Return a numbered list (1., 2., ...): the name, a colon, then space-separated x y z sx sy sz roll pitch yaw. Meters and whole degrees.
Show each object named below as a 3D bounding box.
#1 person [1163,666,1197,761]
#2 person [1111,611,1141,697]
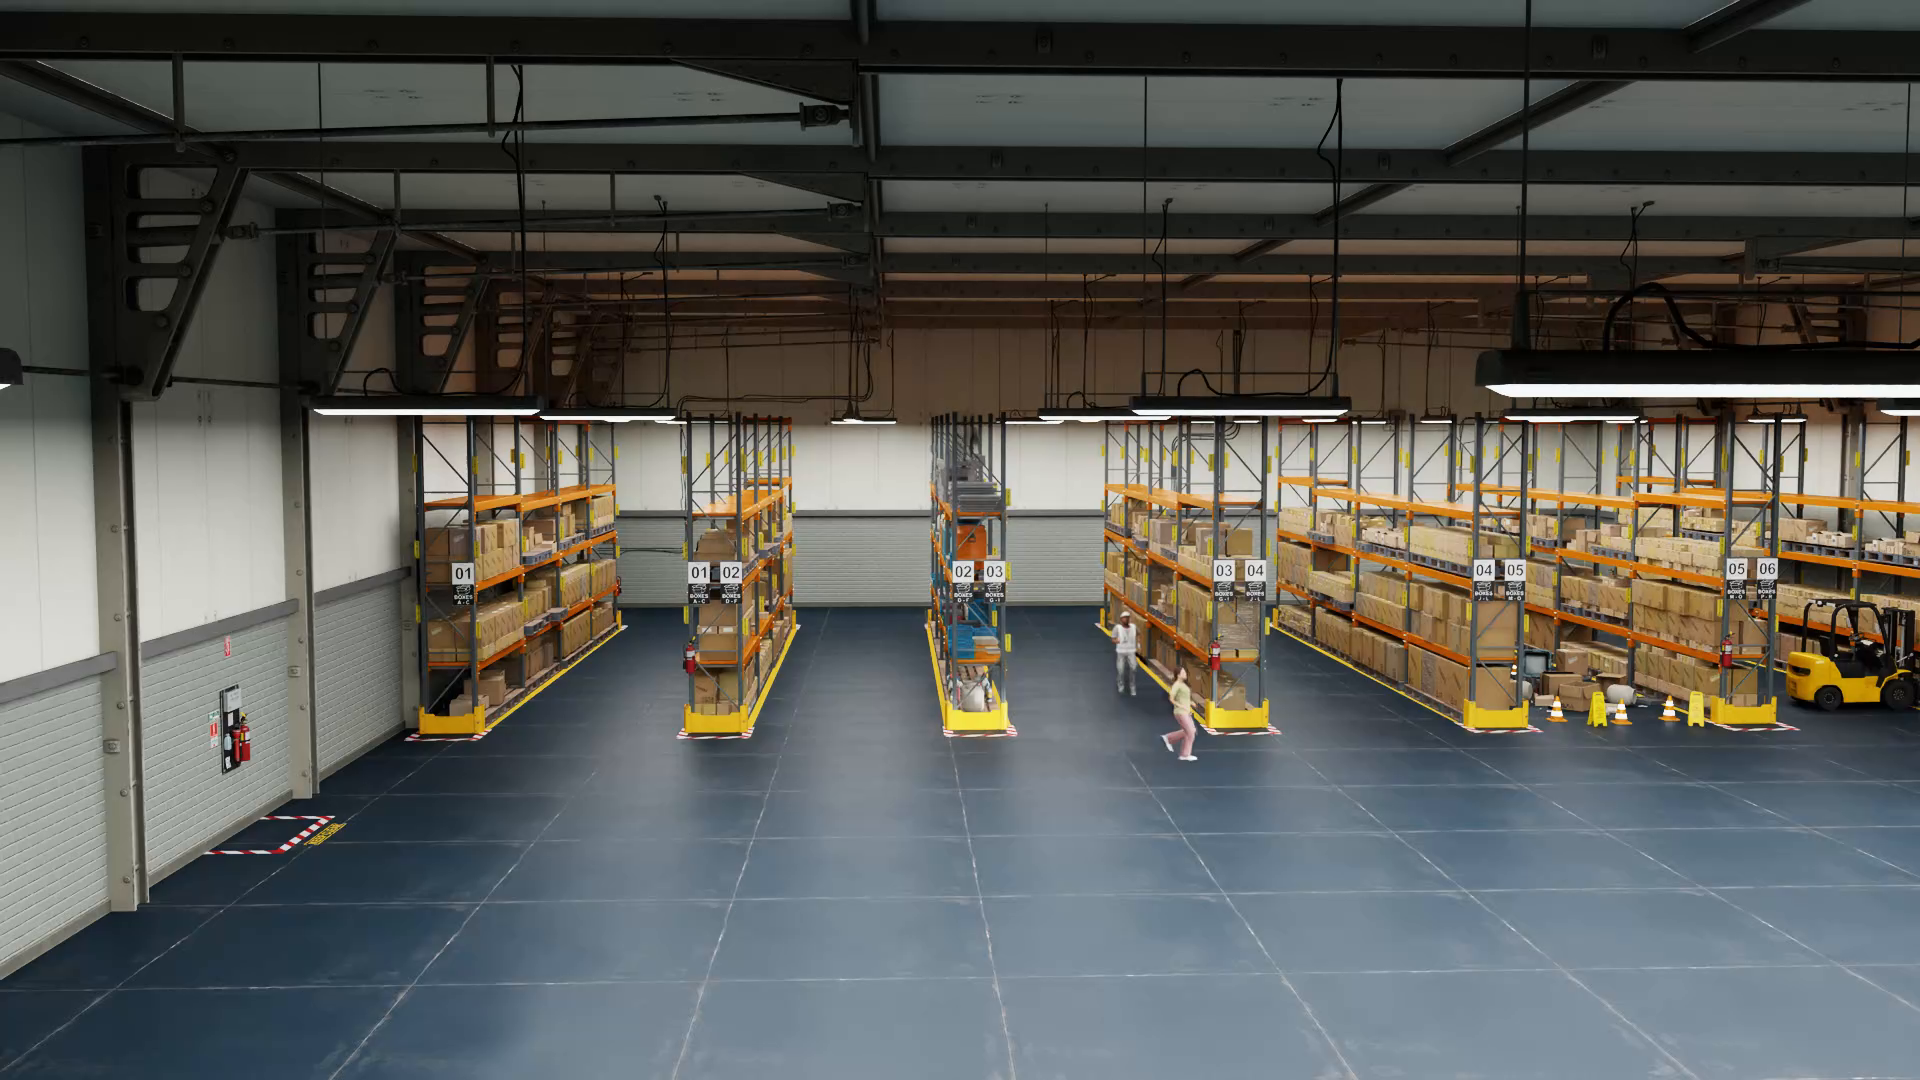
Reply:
1. person: 3.763 2.969 28.572 0.632 1.614 0.618 2 4 25
2. person: 3.545 2.432 35.370 0.667 1.824 0.739 0 4 -2
